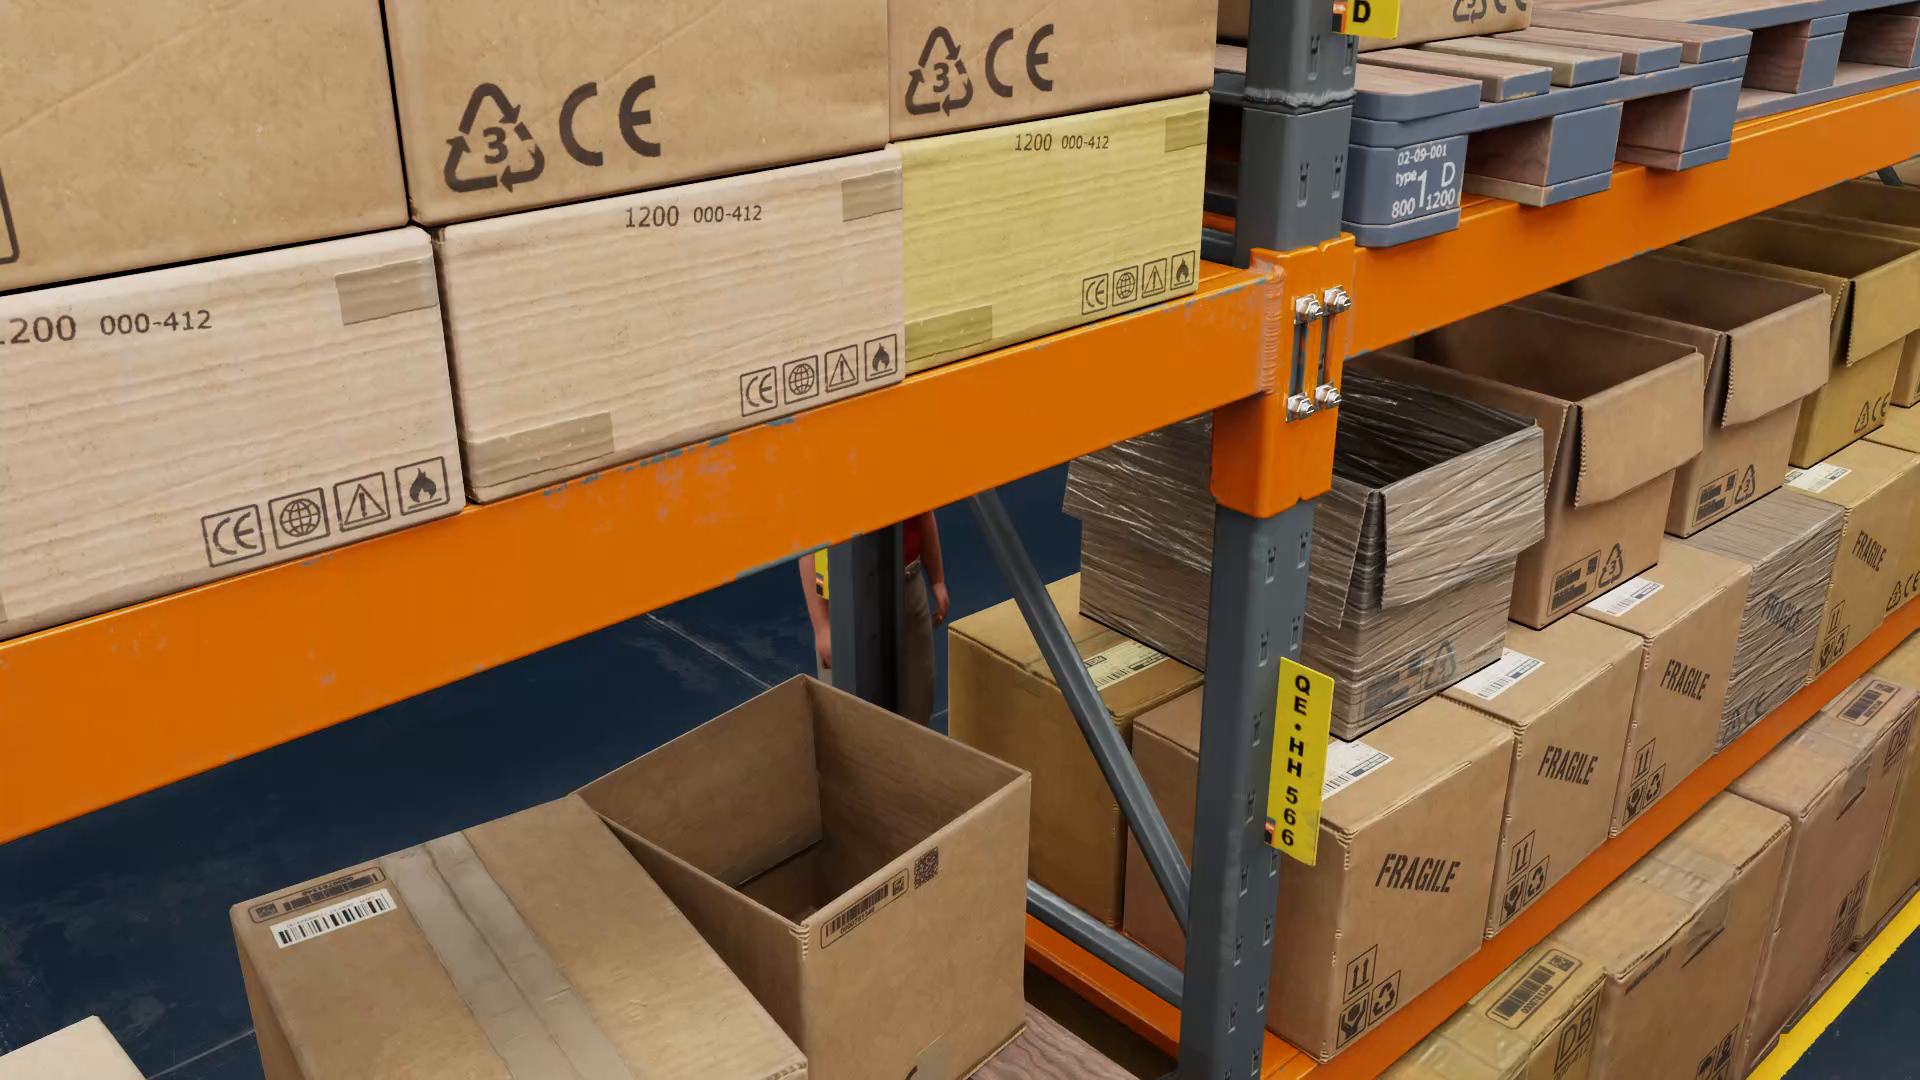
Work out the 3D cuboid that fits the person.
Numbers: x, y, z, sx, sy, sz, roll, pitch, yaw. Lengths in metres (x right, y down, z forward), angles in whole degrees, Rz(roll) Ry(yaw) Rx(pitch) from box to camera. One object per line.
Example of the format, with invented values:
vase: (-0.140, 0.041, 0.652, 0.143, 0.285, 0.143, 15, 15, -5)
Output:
person: (-0.278, 0.226, 5.615, 0.595, 1.727, 0.384, -22, 32, -40)
